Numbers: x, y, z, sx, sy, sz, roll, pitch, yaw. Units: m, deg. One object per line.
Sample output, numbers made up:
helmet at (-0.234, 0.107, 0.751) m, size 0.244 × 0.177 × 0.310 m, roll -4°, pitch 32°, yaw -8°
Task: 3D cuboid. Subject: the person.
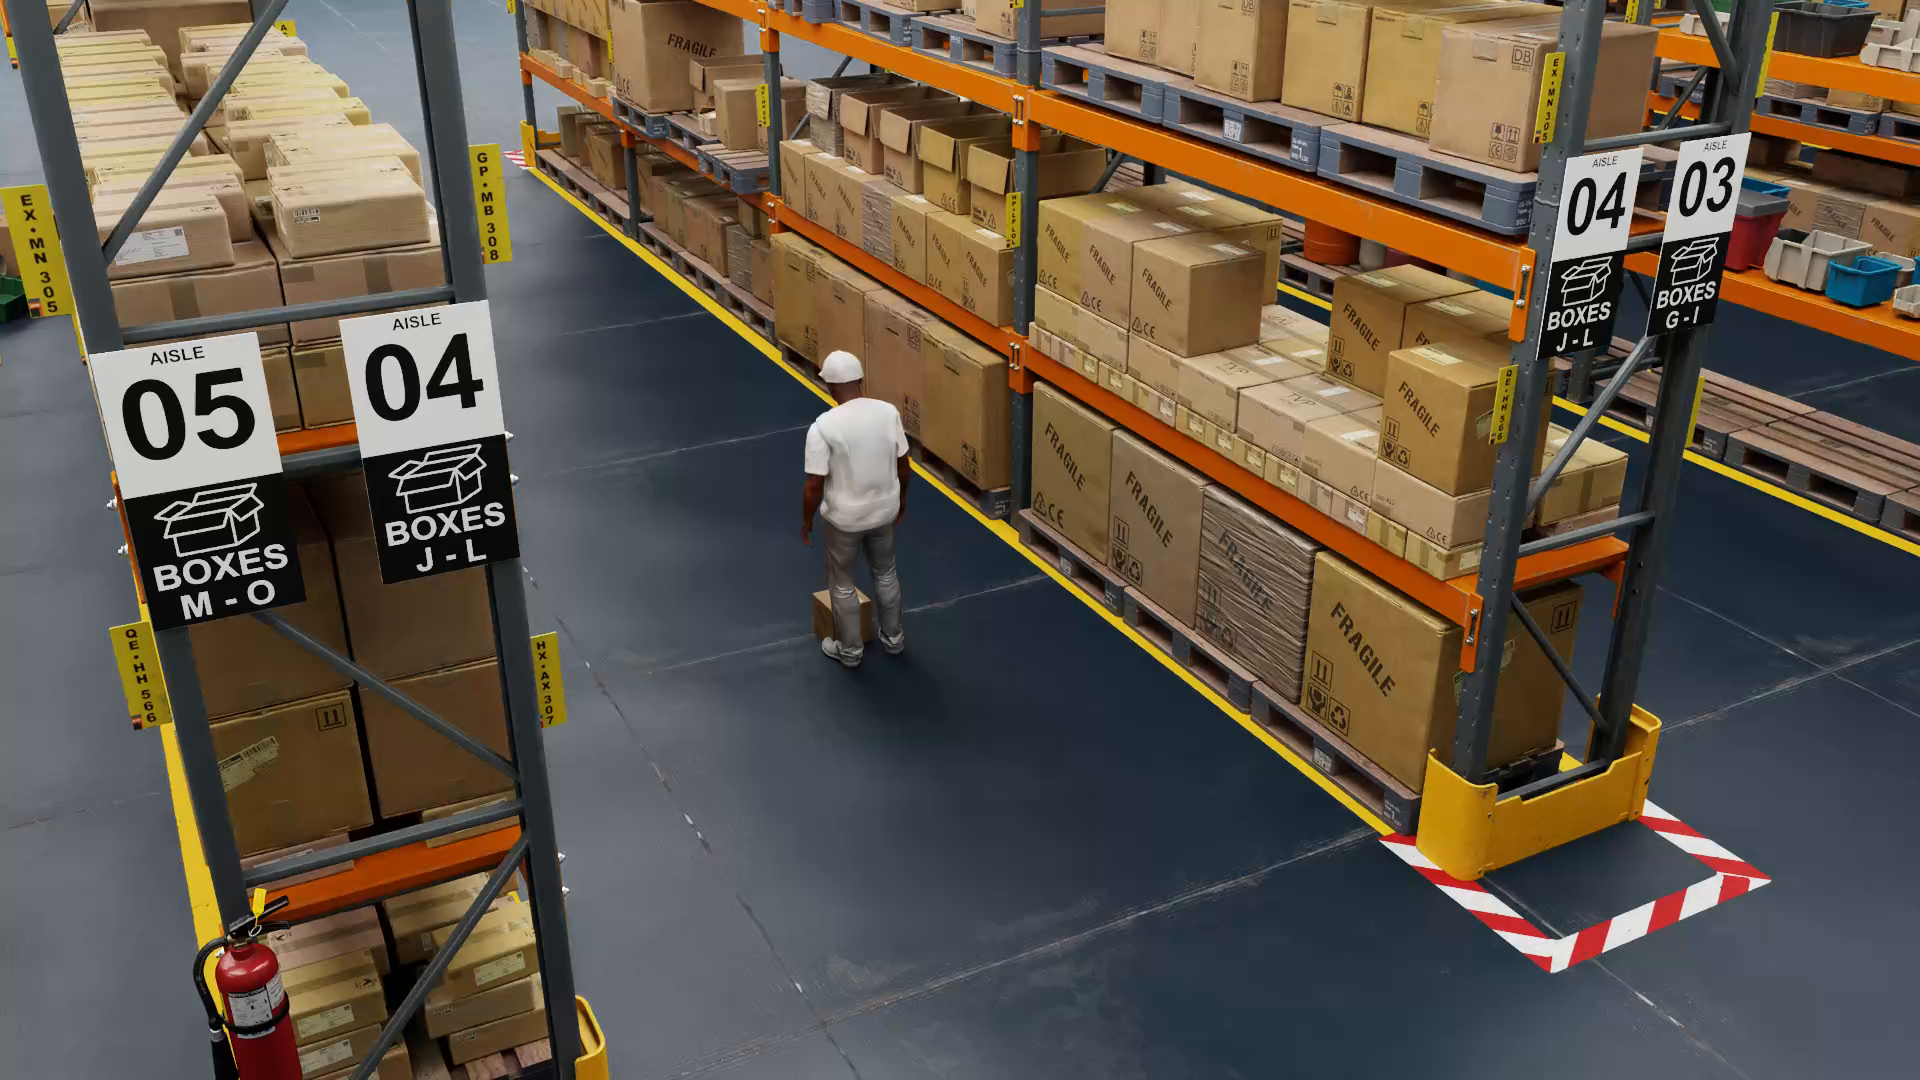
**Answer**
person at (-0.559, -0.163, 8.931) m, size 0.637 × 1.761 × 0.456 m, roll -14°, pitch 29°, yaw -27°
